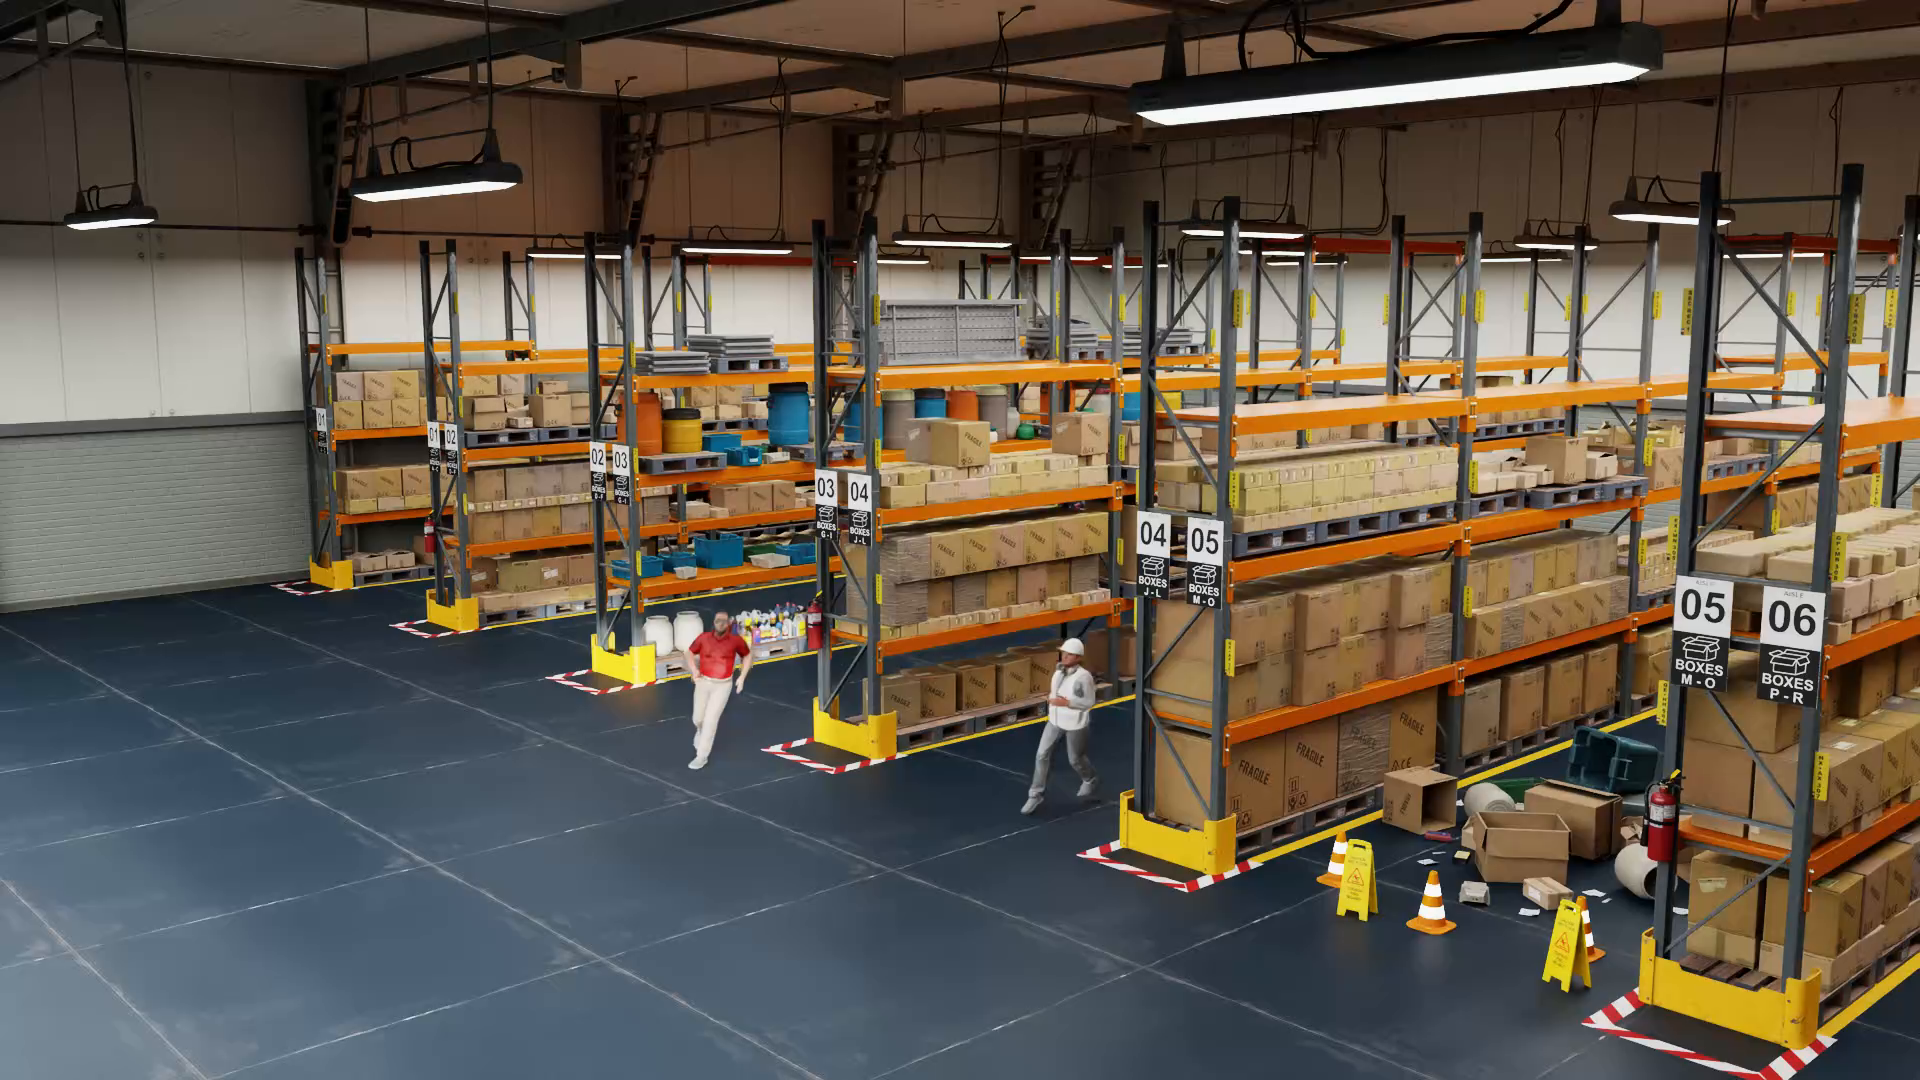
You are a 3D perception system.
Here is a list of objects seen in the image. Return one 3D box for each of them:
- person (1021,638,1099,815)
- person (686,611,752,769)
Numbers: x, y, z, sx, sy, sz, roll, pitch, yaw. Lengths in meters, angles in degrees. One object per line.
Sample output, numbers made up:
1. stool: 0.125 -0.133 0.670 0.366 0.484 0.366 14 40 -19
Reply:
1. person: 1.121 1.848 16.712 0.994 1.781 0.669 -8 12 -44
2. person: -2.705 1.628 18.517 0.724 1.682 0.917 1 8 5
